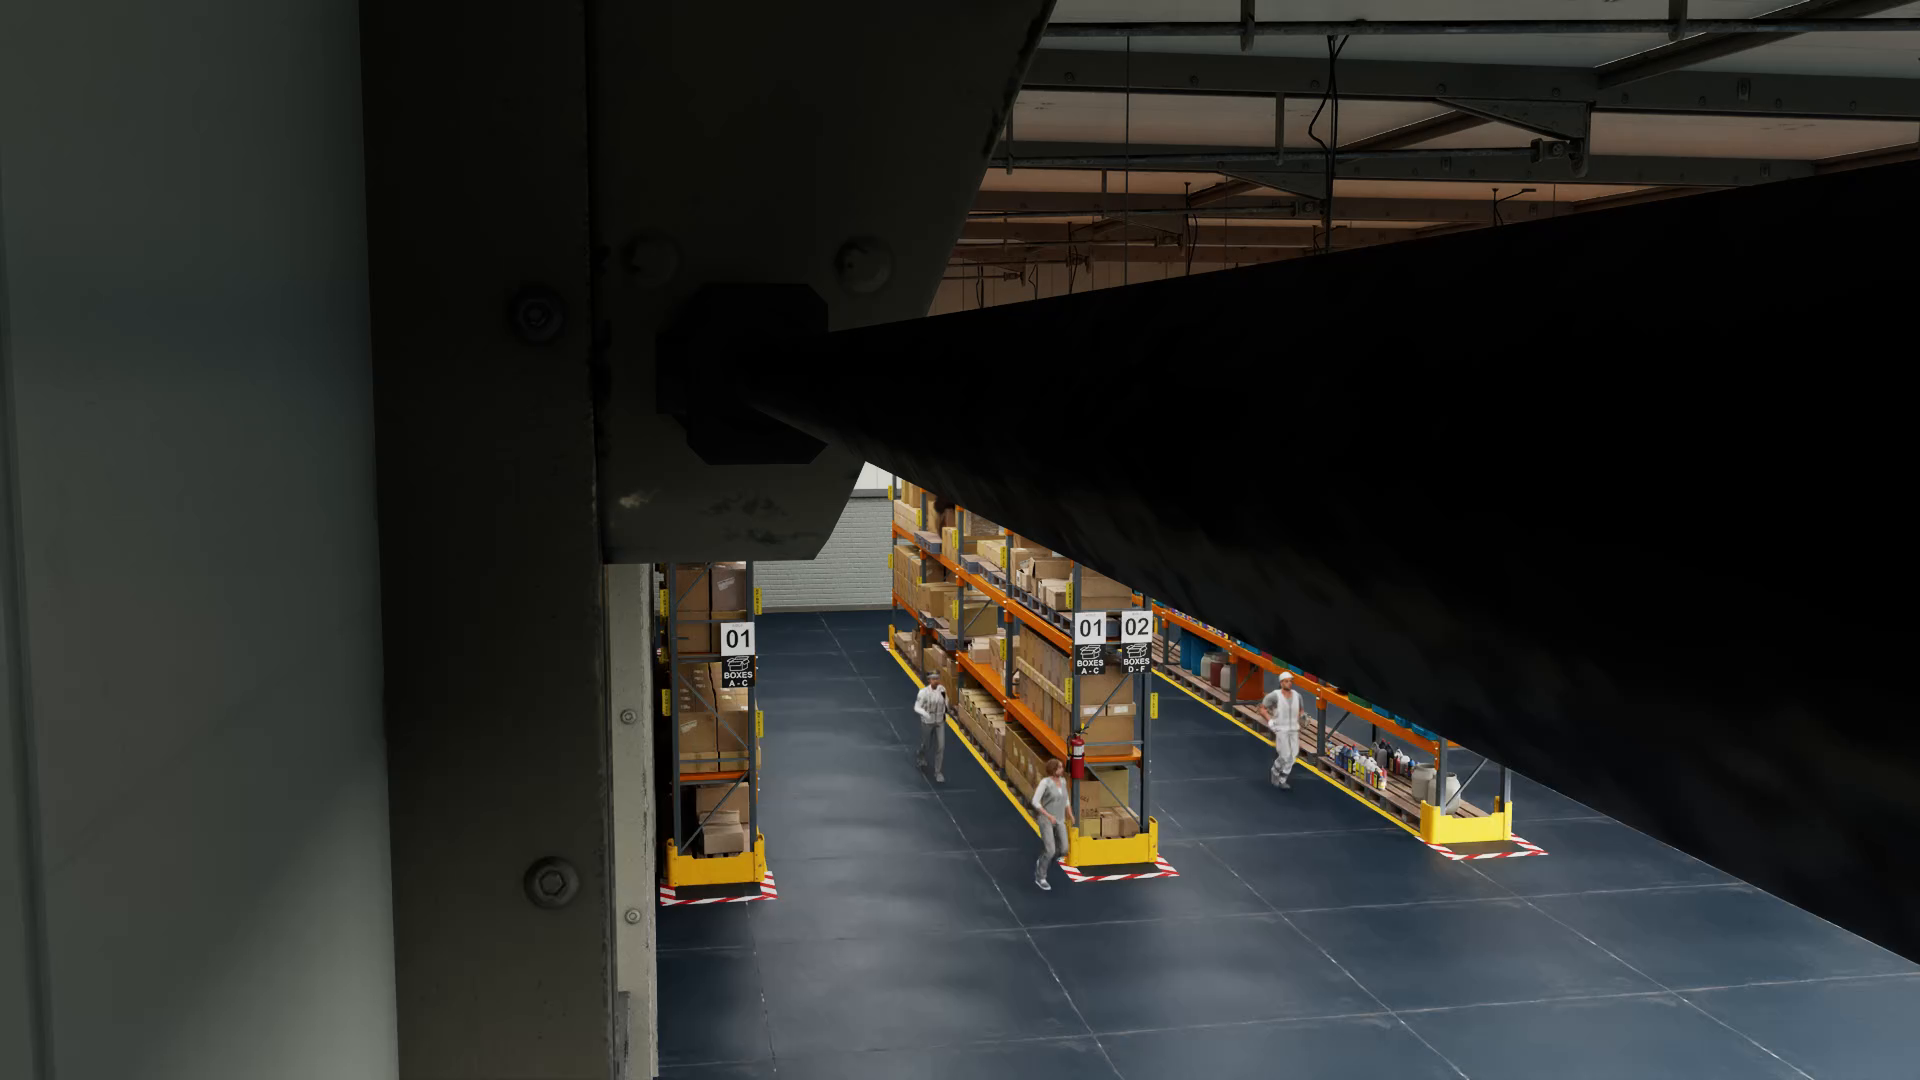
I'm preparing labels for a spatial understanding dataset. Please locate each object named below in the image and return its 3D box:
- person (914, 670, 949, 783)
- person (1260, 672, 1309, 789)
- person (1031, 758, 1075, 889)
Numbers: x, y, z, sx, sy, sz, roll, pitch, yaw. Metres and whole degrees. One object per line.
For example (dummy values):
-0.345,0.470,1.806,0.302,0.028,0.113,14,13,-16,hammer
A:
-0.423,2.767,25.270,0.600,1.681,0.892,-2,7,-19,person
4.806,2.812,24.420,0.644,1.741,0.581,-2,6,-17,person
1.135,3.409,20.023,0.614,1.556,0.462,-5,8,-38,person
